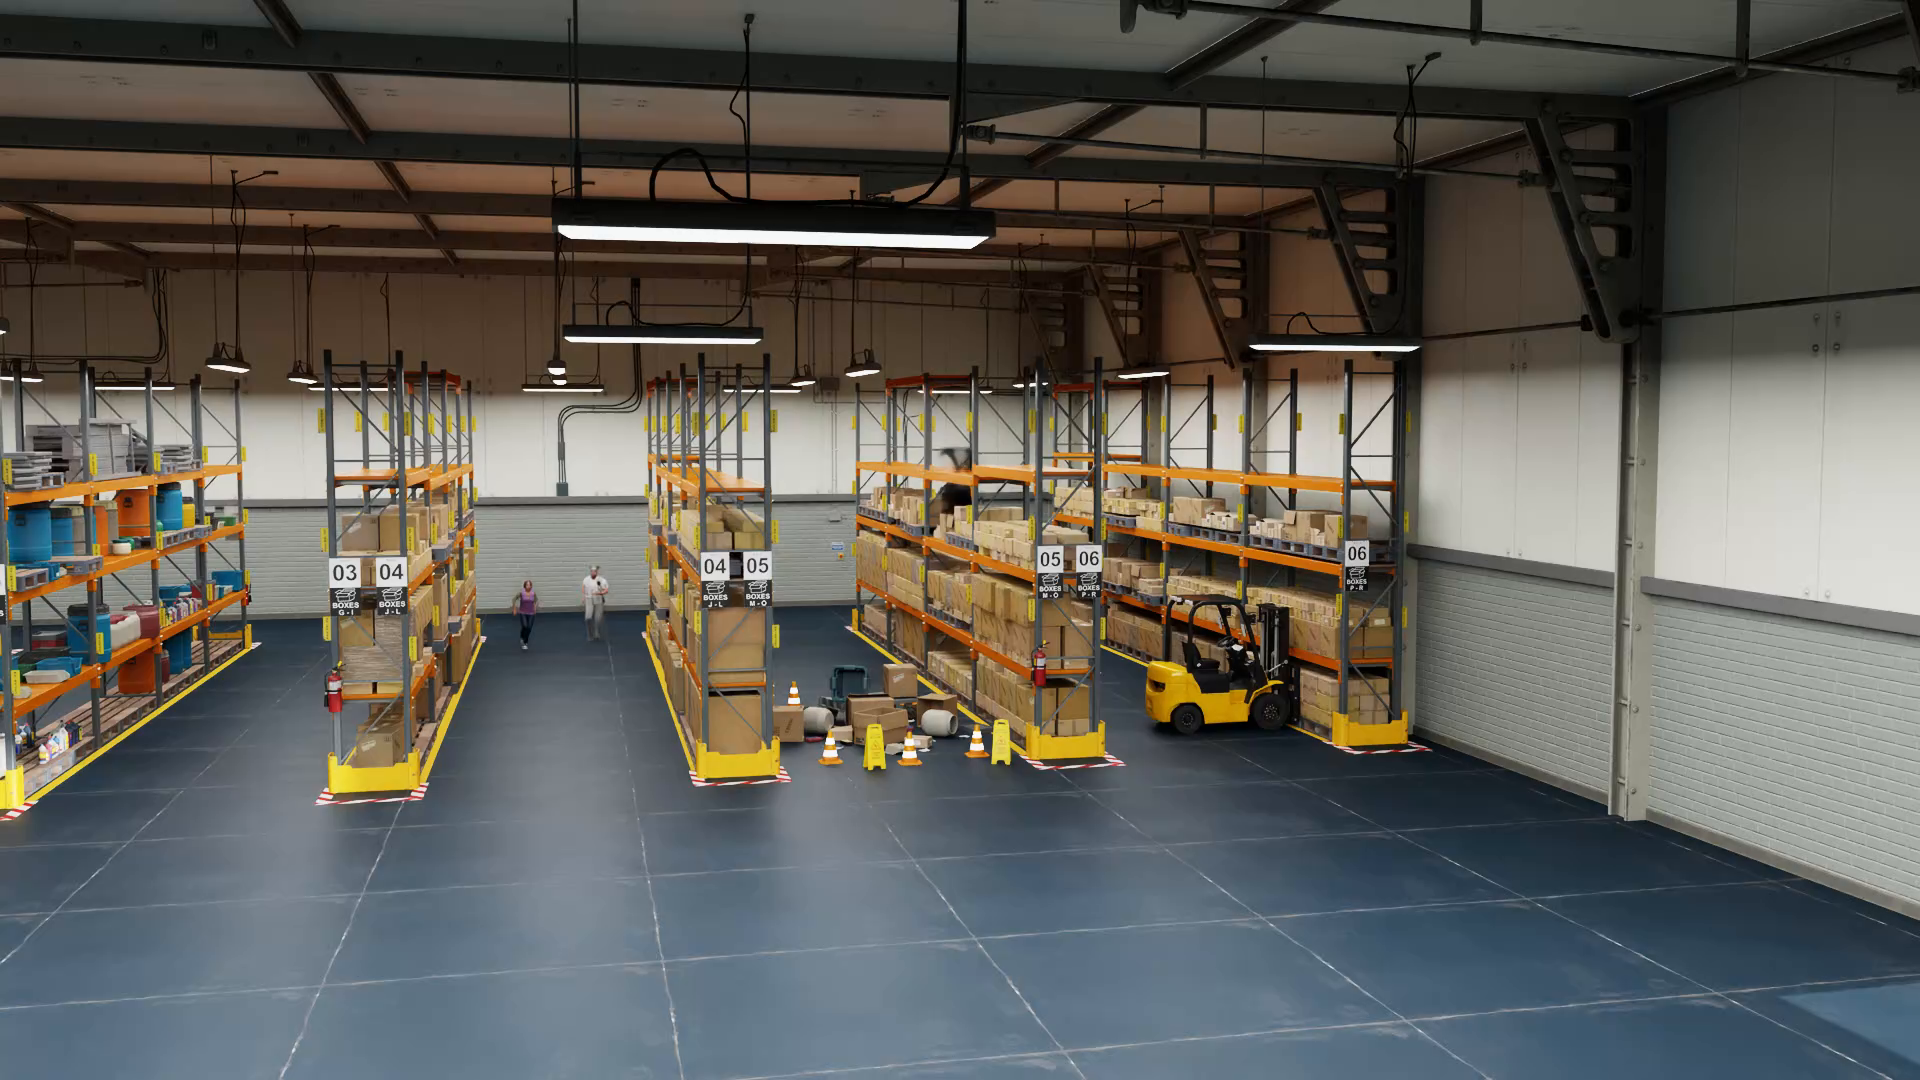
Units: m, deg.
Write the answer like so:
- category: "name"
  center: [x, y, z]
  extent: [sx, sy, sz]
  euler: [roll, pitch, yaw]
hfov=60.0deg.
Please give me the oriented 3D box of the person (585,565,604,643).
- category: "person"
  center: [-8.412, 1.464, 38.300]
  extent: [0.439, 1.820, 0.658]
  euler: [0, 4, -2]

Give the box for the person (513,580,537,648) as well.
- category: "person"
  center: [-9.650, 1.656, 36.988]
  extent: [0.513, 1.541, 0.643]
  euler: [-2, 5, -30]
